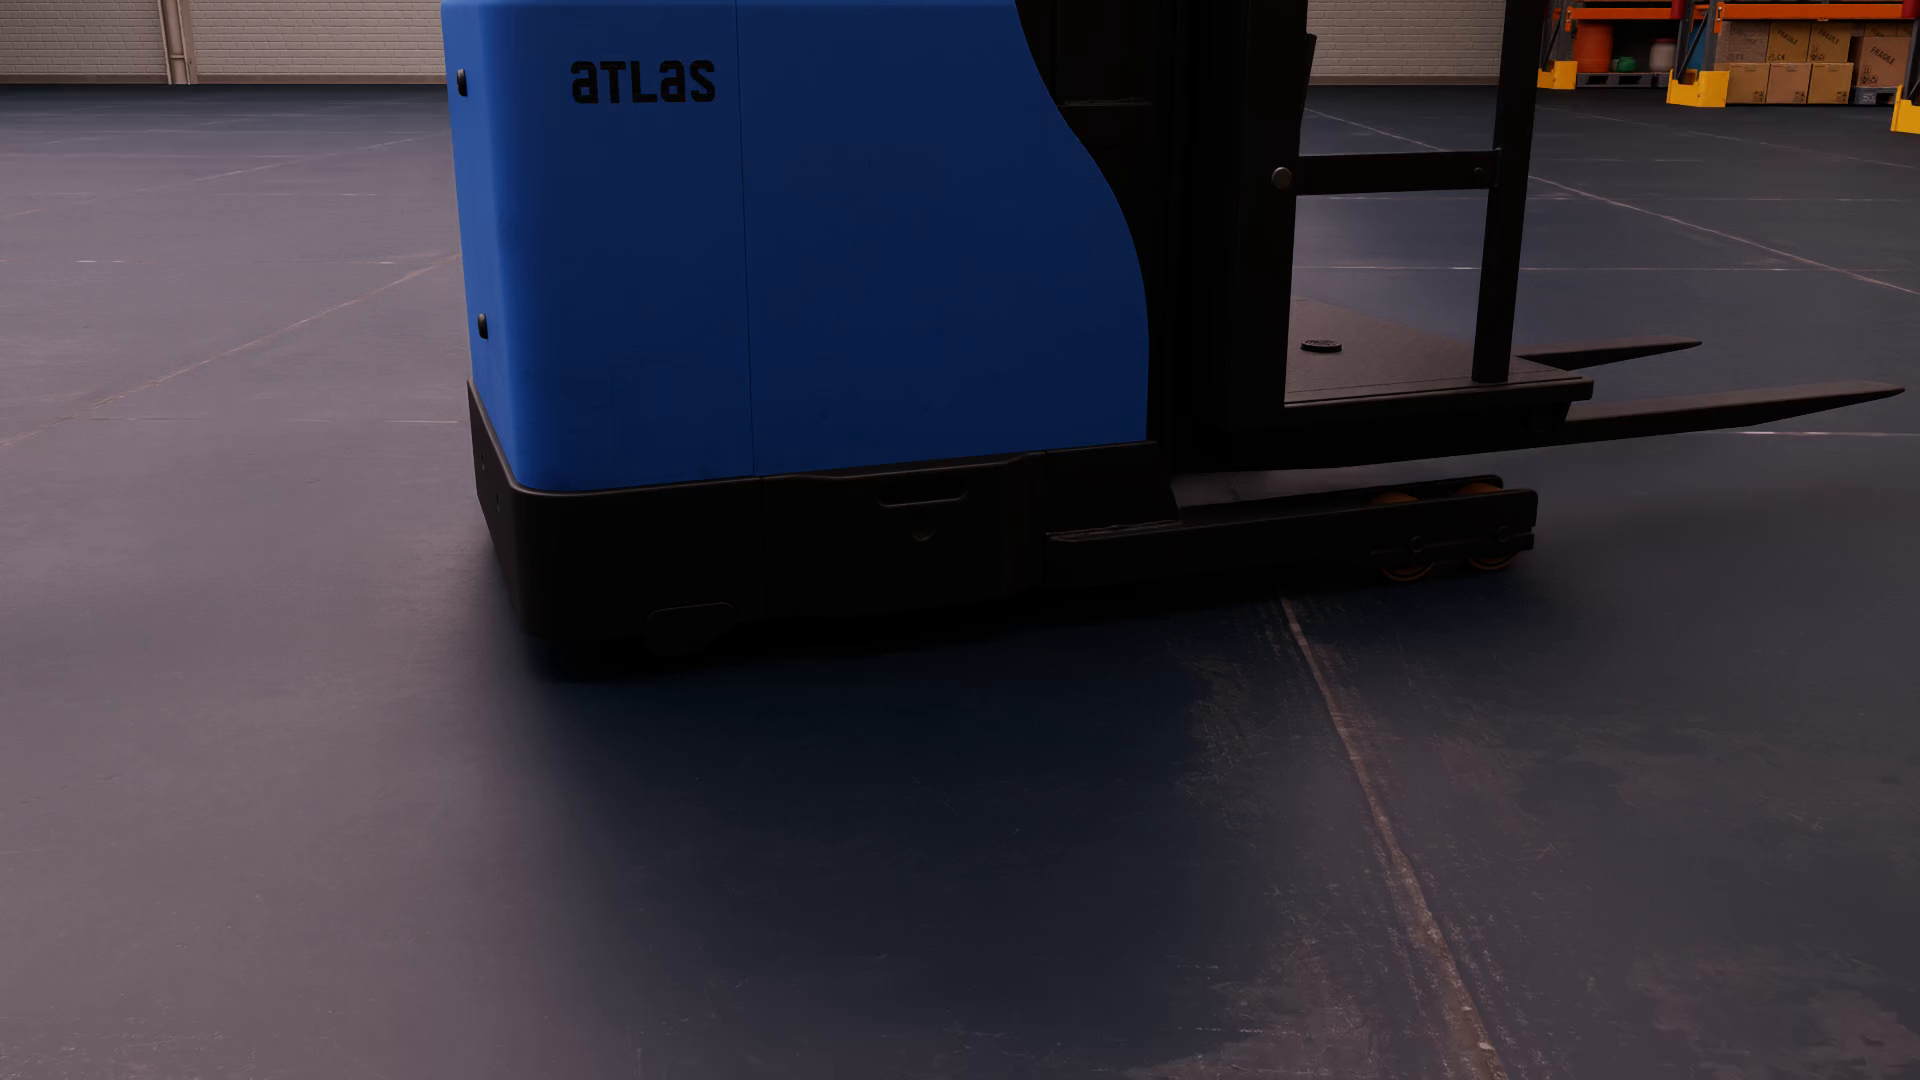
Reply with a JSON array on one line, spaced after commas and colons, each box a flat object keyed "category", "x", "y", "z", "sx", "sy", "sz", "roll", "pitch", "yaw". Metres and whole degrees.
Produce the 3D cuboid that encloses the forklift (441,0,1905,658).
[{"category": "forklift", "x": 0.571, "y": -1.462, "z": 3.137, "sx": 3.031, "sy": 2.935, "sz": 1.130, "roll": -6, "pitch": 18, "yaw": -19}]
